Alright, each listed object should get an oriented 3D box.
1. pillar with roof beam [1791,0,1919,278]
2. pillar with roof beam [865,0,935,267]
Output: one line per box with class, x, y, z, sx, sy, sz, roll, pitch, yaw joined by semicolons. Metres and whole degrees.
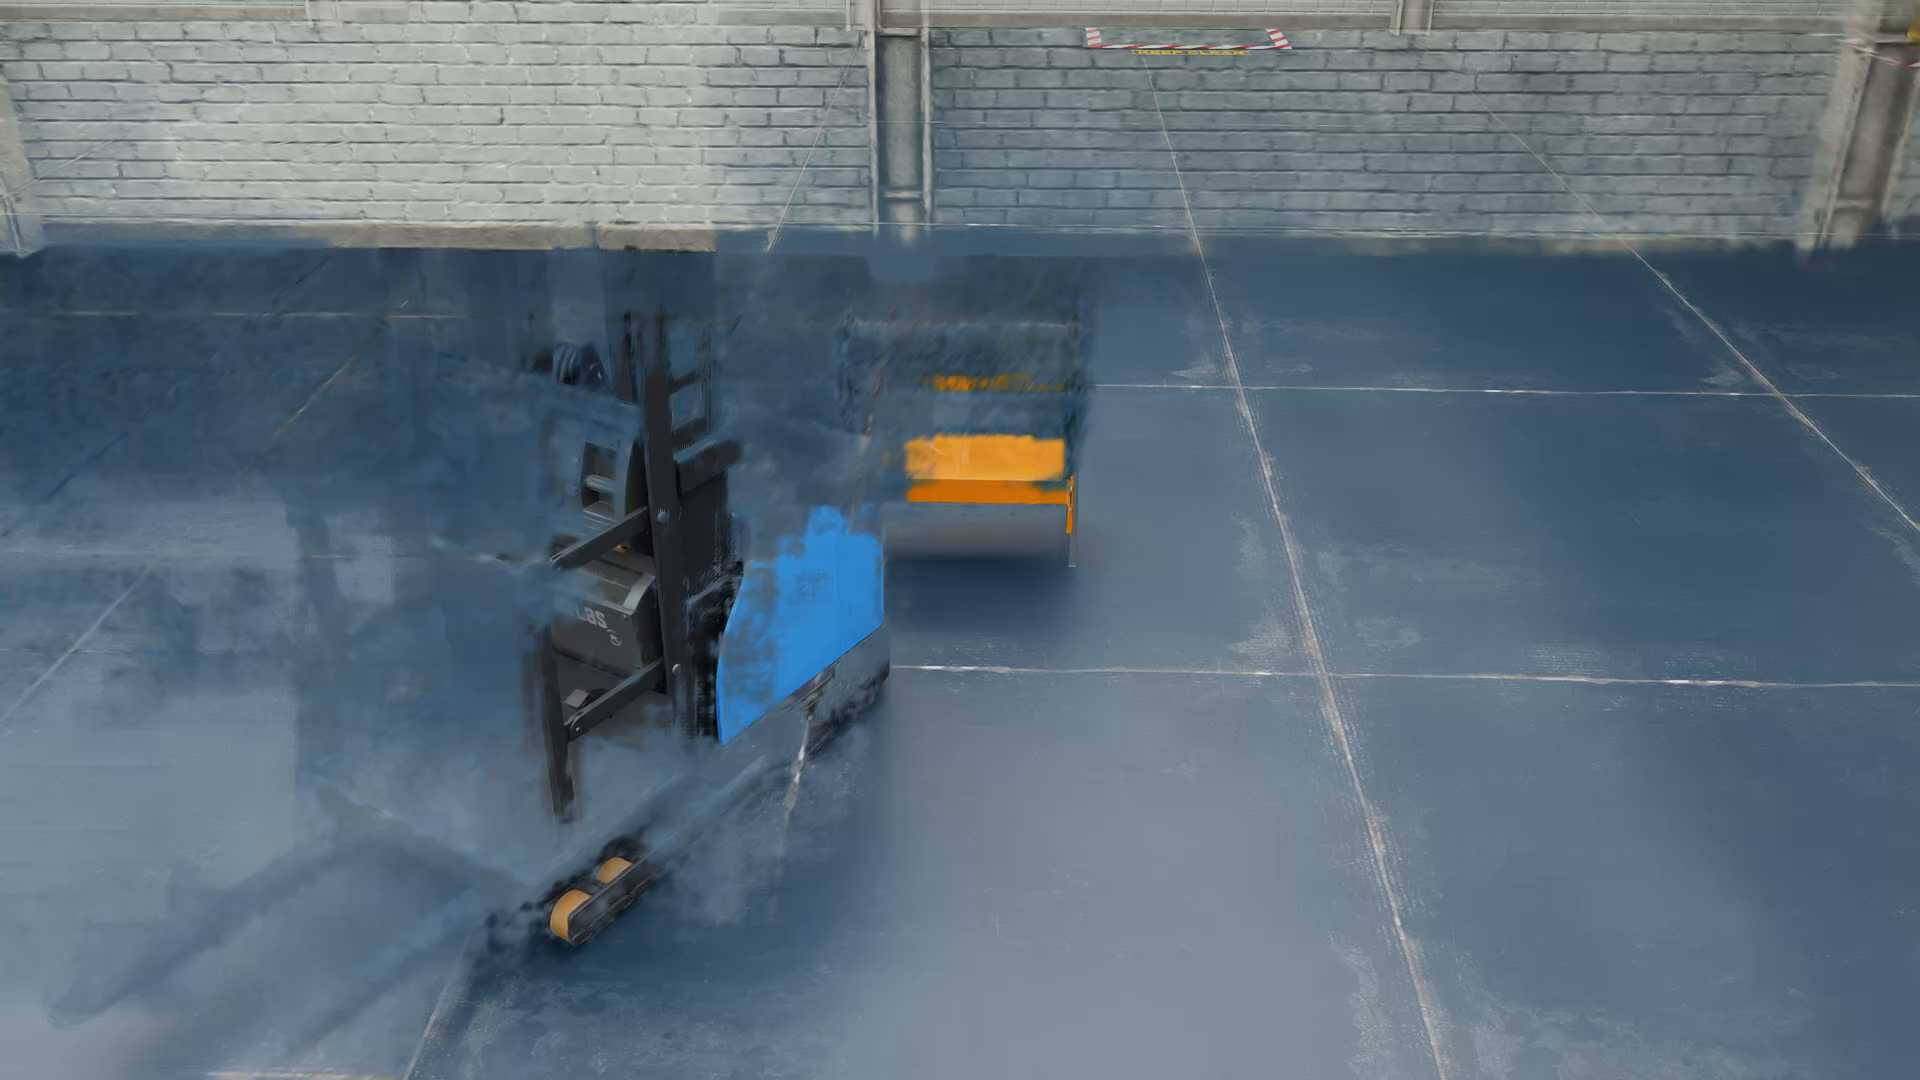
pillar with roof beam;-1.209;-7.638;12.550;0.400;9.000;9.100;1;28;2
pillar with roof beam;-7.205;-7.737;12.737;0.400;9.000;9.100;1;28;2
